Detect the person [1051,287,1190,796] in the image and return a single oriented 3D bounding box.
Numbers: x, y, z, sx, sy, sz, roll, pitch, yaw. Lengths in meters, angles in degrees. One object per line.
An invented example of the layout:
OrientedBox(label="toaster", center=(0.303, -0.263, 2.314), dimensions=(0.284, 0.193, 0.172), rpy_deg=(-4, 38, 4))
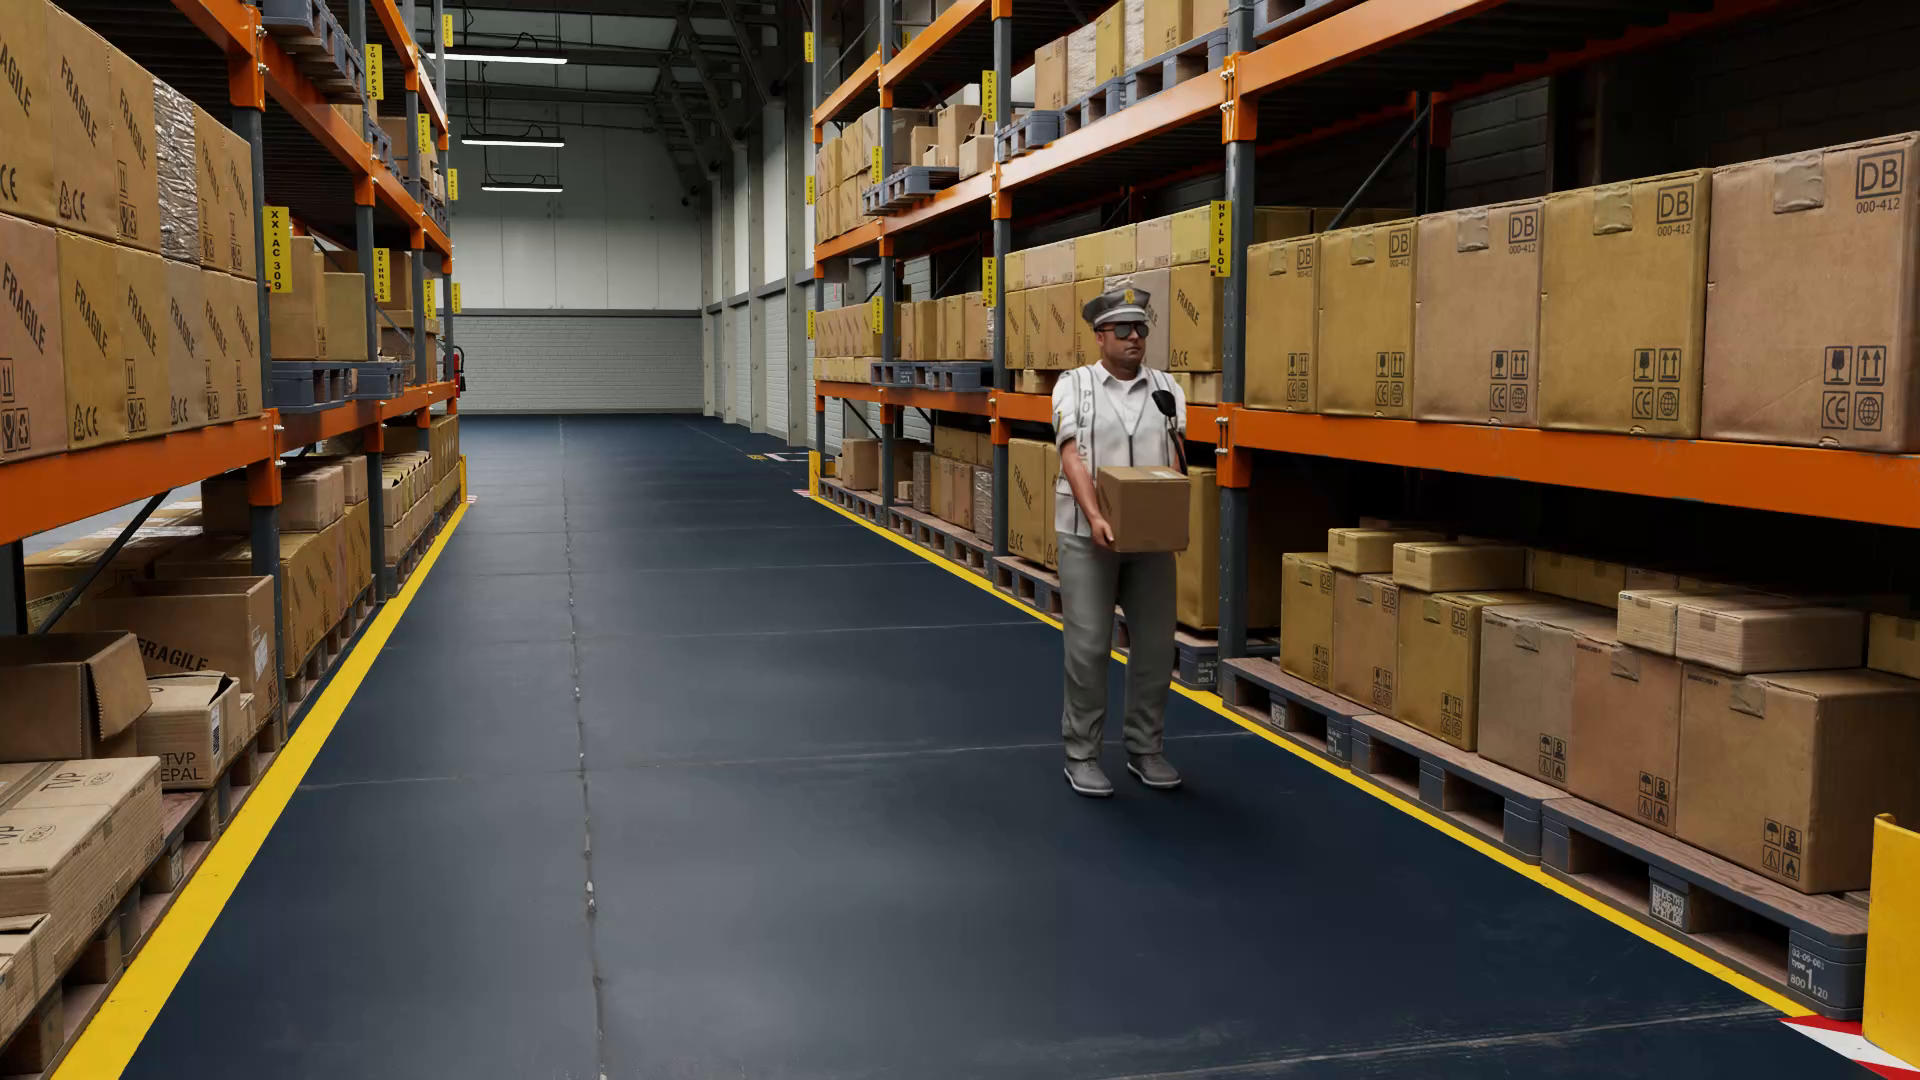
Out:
OrientedBox(label="person", center=(0.589, -0.001, 5.856), dimensions=(0.493, 1.770, 0.558), rpy_deg=(-1, 6, -13))
